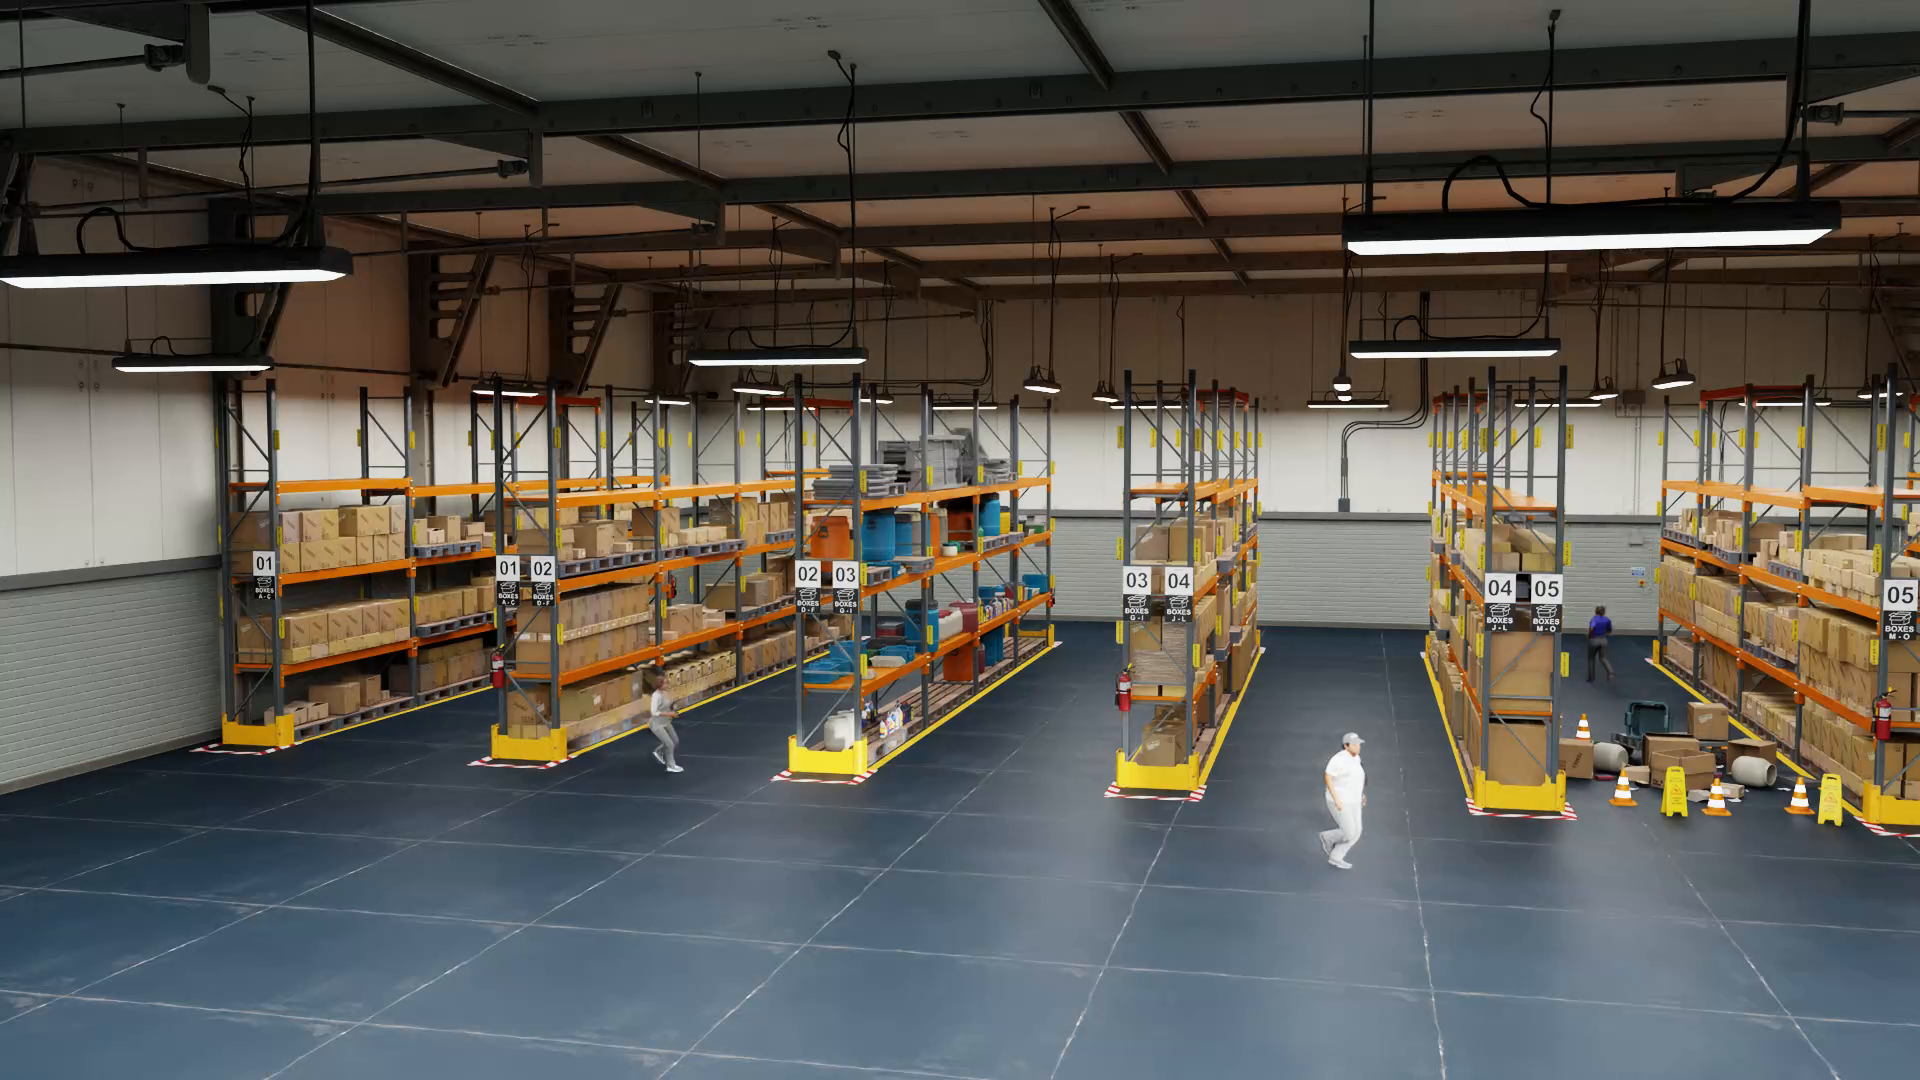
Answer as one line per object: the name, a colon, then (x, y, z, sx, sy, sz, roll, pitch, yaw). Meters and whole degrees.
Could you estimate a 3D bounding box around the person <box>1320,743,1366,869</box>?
person: (4.466, 3.056, 19.489, 0.613, 1.570, 0.499, -3, 4, -40)

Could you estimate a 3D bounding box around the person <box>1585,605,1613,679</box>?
person: (13.110, 2.103, 34.086, 0.574, 1.561, 0.735, 0, 3, -4)

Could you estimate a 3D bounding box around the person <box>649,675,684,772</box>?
person: (-4.437, 2.744, 24.890, 0.557, 1.502, 0.720, 1, 4, 16)
